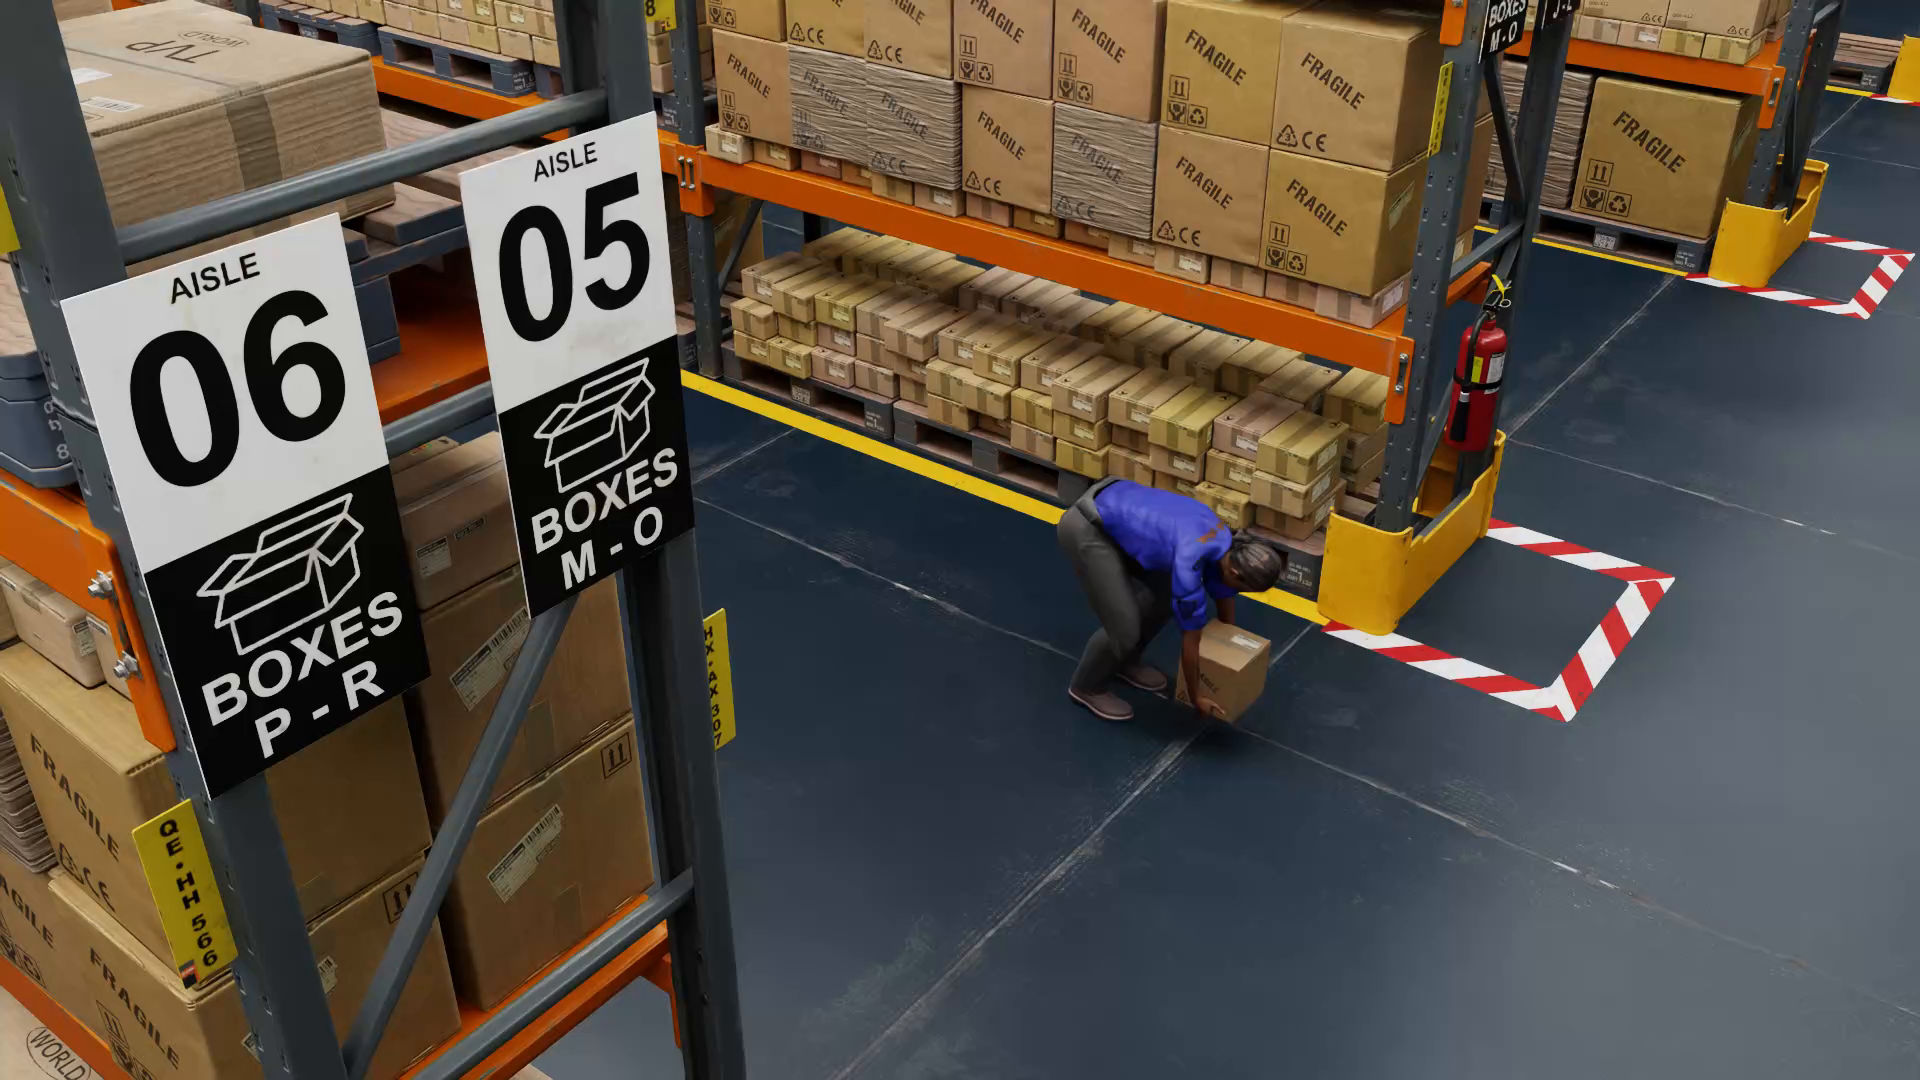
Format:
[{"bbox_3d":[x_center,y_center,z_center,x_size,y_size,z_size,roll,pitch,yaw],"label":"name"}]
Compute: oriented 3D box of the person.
[{"bbox_3d":[0.791,0.268,6.378,0.876,0.954,0.444,20,36,29],"label":"person"}]
